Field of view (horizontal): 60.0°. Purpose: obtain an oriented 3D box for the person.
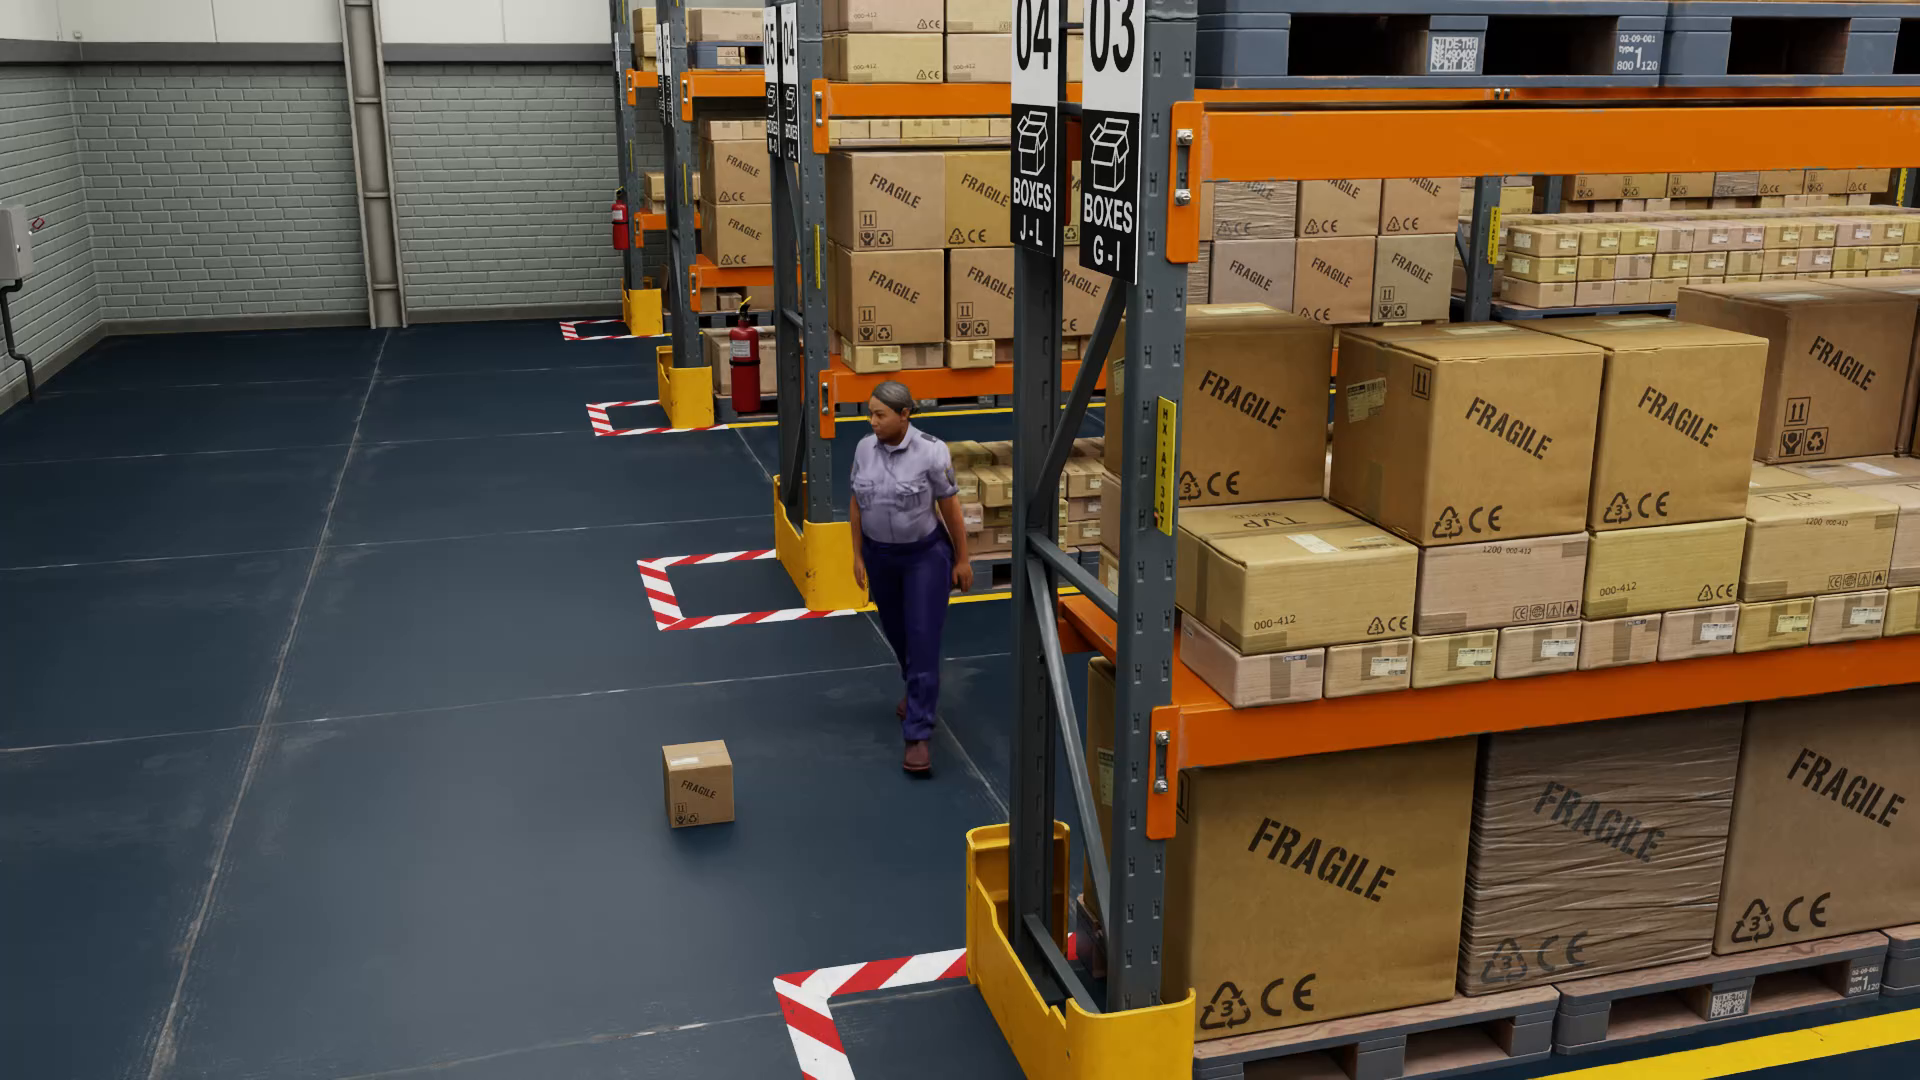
[{"bbox_3d":[-0.232,0.097,7.209,0.583,1.604,0.857,8,18,25],"label":"person"}]
